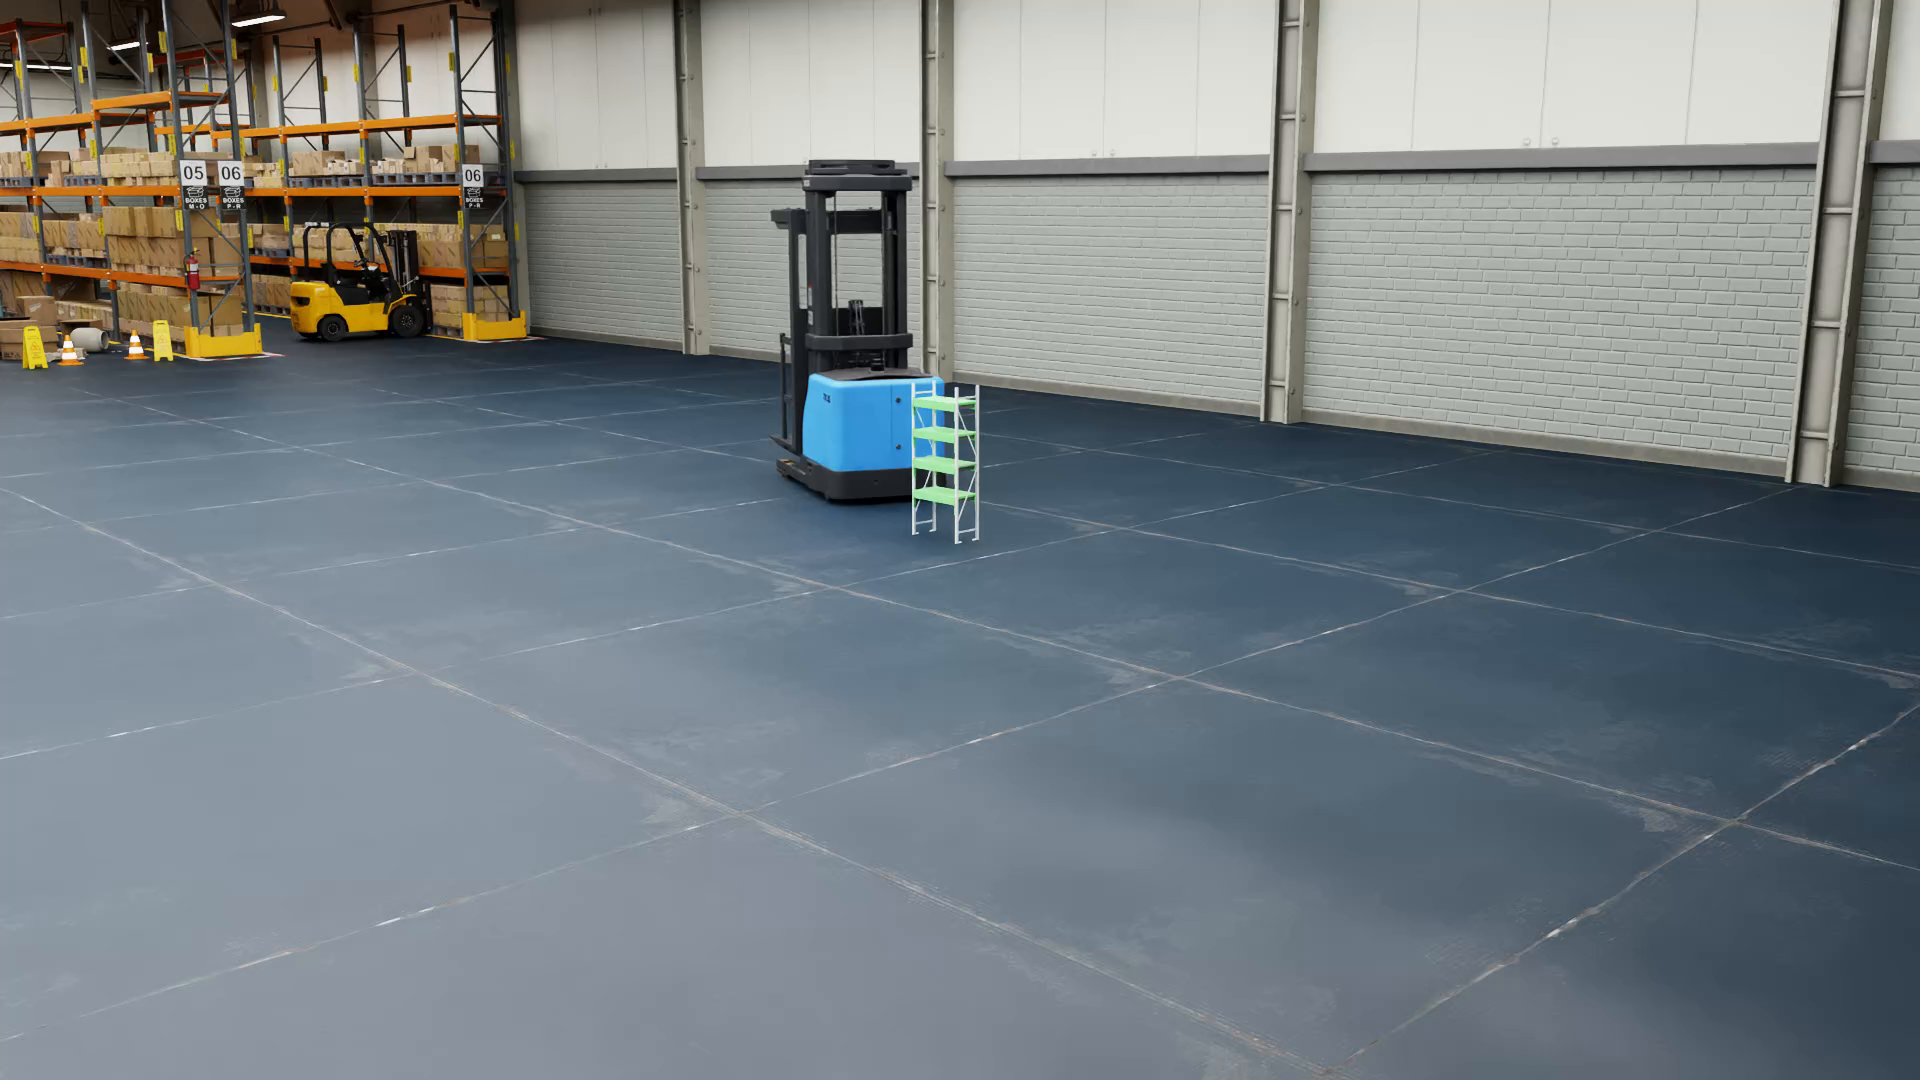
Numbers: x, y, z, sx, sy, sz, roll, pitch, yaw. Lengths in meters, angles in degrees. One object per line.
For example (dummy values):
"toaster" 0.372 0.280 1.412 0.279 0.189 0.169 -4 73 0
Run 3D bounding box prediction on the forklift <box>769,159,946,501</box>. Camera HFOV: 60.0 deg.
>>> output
"forklift" -1.108 -2.030 15.501 1.130 2.935 3.031 -4 12 -20

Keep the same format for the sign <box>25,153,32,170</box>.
"sign" -18.305 -7.441 32.685 0.100 0.325 0.005 -11 16 -43

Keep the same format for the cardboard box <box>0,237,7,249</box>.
"cardboard box" -19.851 -6.258 34.987 0.500 0.250 0.500 -11 16 -42

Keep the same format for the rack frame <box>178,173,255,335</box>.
"rack frame" -12.374 -4.589 27.751 1.000 3.000 0.127 -11 16 -43

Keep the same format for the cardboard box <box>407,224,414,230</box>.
"cardboard box" -10.596 -6.112 32.553 0.380 0.149 0.250 -11 16 -43

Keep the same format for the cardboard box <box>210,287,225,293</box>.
"cardboard box" -17.917 -5.991 40.293 0.396 0.266 0.258 -10 15 -41

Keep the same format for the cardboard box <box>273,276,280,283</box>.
"cardboard box" -15.345 -5.909 37.707 0.380 0.149 0.250 -10 15 -41

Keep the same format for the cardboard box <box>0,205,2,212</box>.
"cardboard box" -21.087 -7.345 36.797 0.380 0.149 0.250 -11 16 -43

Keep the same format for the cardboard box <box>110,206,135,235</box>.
"cardboard box" -14.652 -5.685 29.608 0.700 0.500 0.500 -11 16 -42

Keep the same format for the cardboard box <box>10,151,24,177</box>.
"cardboard box" -18.719 -7.598 33.635 0.500 0.500 0.700 11 16 42

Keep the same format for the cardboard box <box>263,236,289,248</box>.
"cardboard box" -15.273 -6.690 37.279 0.500 0.250 0.500 11 16 42

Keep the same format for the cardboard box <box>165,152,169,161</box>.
"cardboard box" -12.971 -6.377 27.641 0.380 0.149 0.250 -11 16 -42

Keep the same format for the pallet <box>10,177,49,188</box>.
"pallet" -18.381 -7.219 33.554 1.213 0.211 1.003 -10 15 -40

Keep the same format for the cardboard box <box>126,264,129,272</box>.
"cardboard box" -14.733 -4.895 29.858 0.380 0.149 0.250 -11 16 -43

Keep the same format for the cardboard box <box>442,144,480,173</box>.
"cardboard box" -9.268 -7.084 30.894 0.500 0.500 0.500 -10 15 -41

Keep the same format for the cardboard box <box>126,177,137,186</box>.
"cardboard box" -14.271 -6.239 28.947 0.380 0.149 0.250 -11 16 -44

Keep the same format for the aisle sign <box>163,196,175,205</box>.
"aisle sign" -20.095 -8.858 42.032 0.394 0.787 0.004 -11 16 -43

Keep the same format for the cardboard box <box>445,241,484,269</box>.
"cardboard box" -9.316 -5.365 31.271 0.500 0.500 0.500 -11 16 -44

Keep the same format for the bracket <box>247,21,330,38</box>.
"bracket" -15.081 -11.472 37.374 0.076 0.066 4.783 -11 16 -43

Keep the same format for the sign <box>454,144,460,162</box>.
"sign" -9.188 -7.071 30.369 0.100 0.325 0.005 -11 16 -43

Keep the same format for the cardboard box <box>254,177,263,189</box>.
"cardboard box" -15.534 -8.032 37.399 0.500 0.250 0.500 -11 16 -43

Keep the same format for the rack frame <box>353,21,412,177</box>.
"rack frame" -11.548 -8.803 33.339 1.000 3.000 0.127 -11 16 -43

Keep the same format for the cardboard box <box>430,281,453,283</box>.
"cardboard box" -10.368 -5.021 33.144 0.500 0.250 0.500 -11 16 -42

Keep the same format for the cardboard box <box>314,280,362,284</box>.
"cardboard box" -13.433 -5.304 36.066 0.875 0.625 0.625 -10 15 -41

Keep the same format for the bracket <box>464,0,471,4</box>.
"bracket" -9.158 -10.221 31.299 0.235 0.232 0.430 -11 16 -43

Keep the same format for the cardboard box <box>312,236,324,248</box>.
"cardboard box" -13.488 -6.369 35.524 0.500 0.250 0.500 11 16 44

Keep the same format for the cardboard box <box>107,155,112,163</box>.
"cardboard box" -14.954 -6.784 29.618 0.380 0.149 0.250 -10 15 -41

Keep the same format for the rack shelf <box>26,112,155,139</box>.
"rack shelf" -16.517 -7.854 31.508 1.077 0.370 4.000 -11 16 -43

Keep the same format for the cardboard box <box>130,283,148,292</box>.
"cardboard box" -14.525 -4.491 29.585 0.380 0.149 0.250 -10 15 -40

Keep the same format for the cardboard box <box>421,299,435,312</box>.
"cardboard box" -10.059 -4.559 32.143 0.500 0.250 0.500 -11 16 -44

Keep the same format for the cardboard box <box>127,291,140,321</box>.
"cardboard box" -14.545 -4.199 29.772 0.500 0.500 0.500 -10 15 -40

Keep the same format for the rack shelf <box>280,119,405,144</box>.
"rack shelf" -12.930 -8.547 34.868 1.077 0.370 4.000 -11 16 -43

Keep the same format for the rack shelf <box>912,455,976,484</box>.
"rack shelf" -0.114 -0.549 12.921 0.258 0.148 0.480 -11 16 -43

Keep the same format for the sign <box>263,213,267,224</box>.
"sign" -16.674 -7.677 39.872 0.100 0.325 0.005 -11 16 -43

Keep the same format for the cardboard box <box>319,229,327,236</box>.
"cardboard box" -13.405 -6.541 35.370 0.380 0.149 0.250 -10 16 -41

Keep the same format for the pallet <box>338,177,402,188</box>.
"pallet" -12.167 -7.367 34.277 1.217 0.209 0.805 11 16 43

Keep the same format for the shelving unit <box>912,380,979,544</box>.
"shelving unit" -0.114 -0.612 12.908 0.258 1.200 0.503 -11 16 -43

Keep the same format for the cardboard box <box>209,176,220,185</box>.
"cardboard box" -12.368 -6.028 27.928 0.380 0.149 0.250 -11 16 -42

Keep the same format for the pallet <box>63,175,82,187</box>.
"pallet" -16.204 -6.806 31.542 1.213 0.211 1.003 -11 16 -43

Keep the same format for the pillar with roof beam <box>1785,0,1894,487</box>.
"pillar with roof beam" 4.845 -4.344 11.695 9.100 9.000 0.400 -11 16 -43

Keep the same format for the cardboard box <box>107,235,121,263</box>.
"cardboard box" -15.034 -5.264 30.044 0.500 0.500 0.500 -11 16 -43

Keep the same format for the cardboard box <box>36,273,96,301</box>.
"cardboard box" -18.315 -5.034 34.135 0.875 0.875 0.875 -11 16 -43

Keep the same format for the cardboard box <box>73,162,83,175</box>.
"cardboard box" -16.341 -6.988 31.294 0.500 0.250 0.500 -11 16 -42

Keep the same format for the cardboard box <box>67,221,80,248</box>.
"cardboard box" -16.679 -5.833 31.764 0.500 0.500 0.500 11 16 43

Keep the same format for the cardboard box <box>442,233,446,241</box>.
"cardboard box" -9.561 -5.739 31.477 0.380 0.149 0.250 -11 16 -42

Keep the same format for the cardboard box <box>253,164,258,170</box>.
"cardboard box" -15.658 -8.383 37.382 0.380 0.149 0.250 -11 16 -42

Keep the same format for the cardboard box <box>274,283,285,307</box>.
"cardboard box" -15.096 -5.536 37.503 0.500 0.500 0.500 -11 16 -43

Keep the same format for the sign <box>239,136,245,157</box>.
"sign" -11.981 -6.562 27.727 0.100 0.325 0.005 -11 16 -43
